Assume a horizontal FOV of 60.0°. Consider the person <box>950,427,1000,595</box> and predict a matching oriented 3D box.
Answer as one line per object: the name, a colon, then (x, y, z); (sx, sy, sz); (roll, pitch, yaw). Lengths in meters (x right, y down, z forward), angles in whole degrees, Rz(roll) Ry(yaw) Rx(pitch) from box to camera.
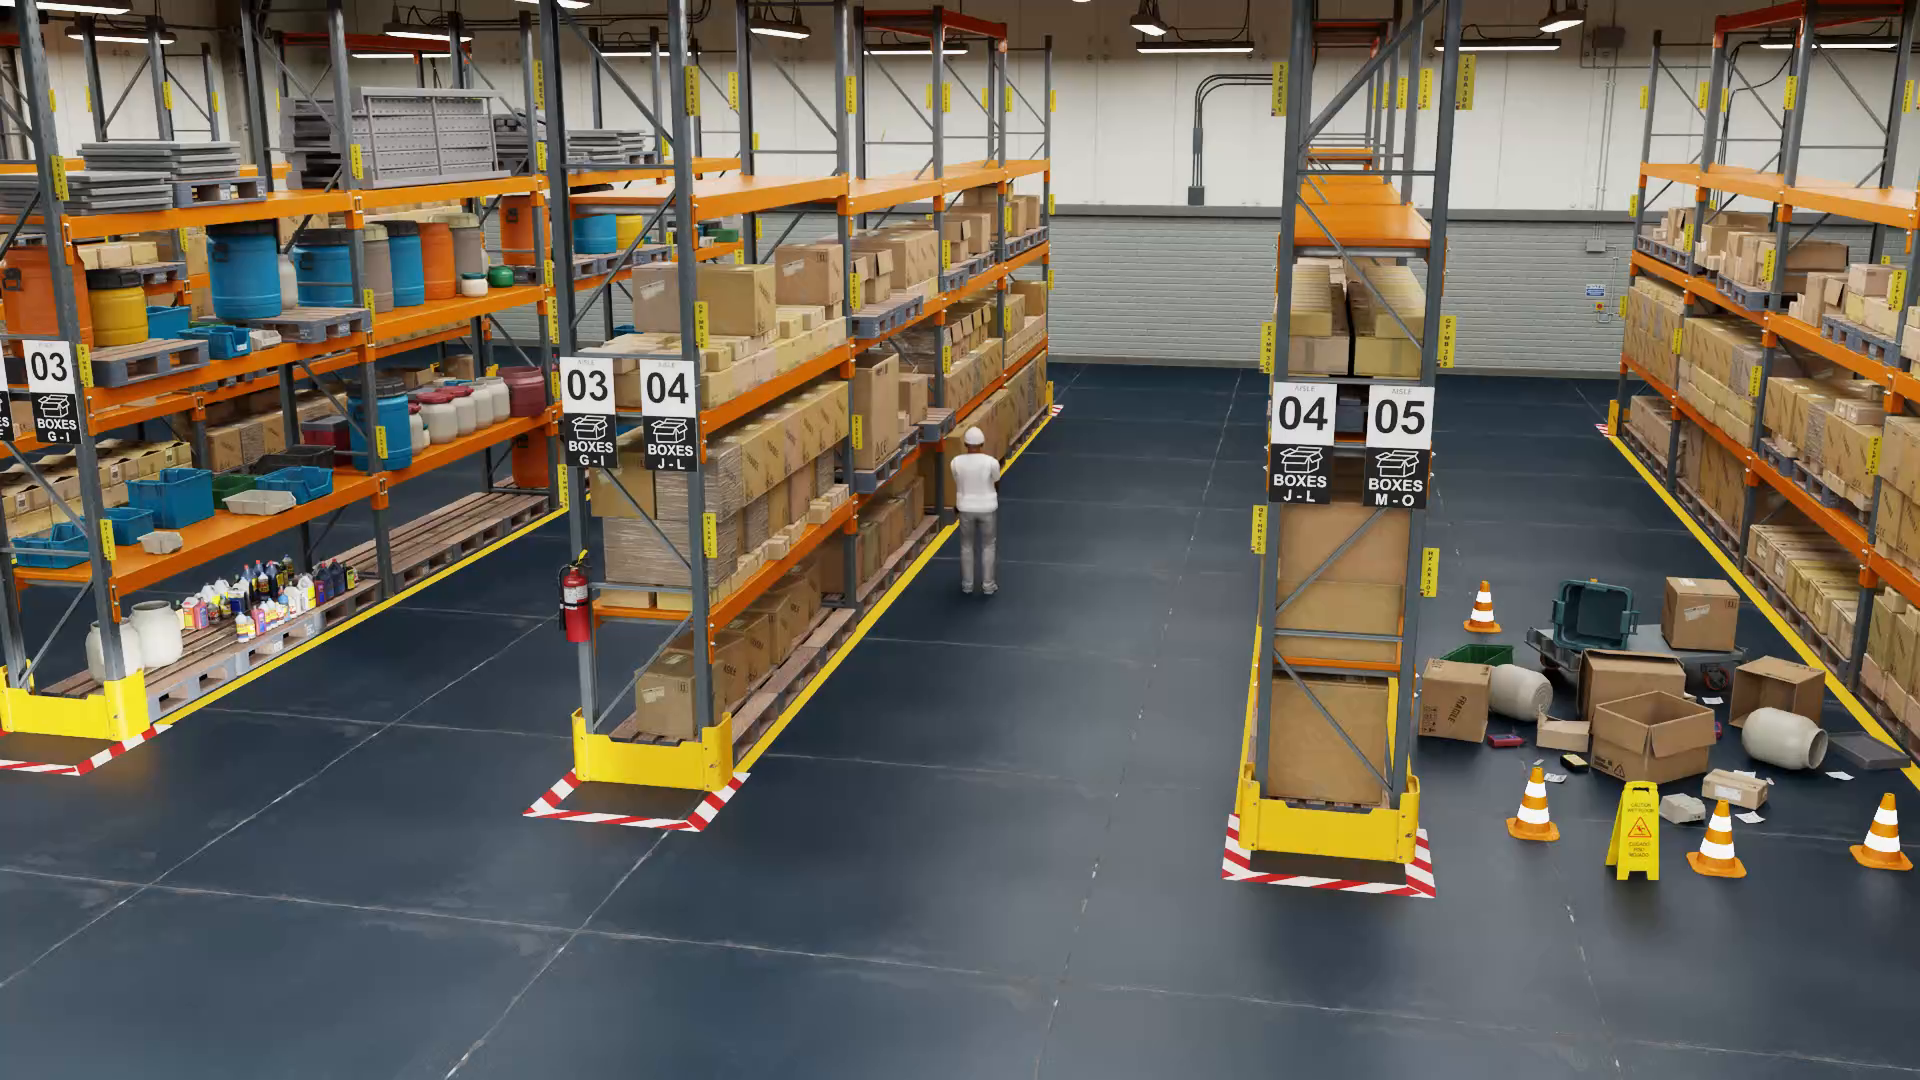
person: (0.175, -0.332, 17.253); (0.503, 1.760, 0.576); (2, 15, 9)
